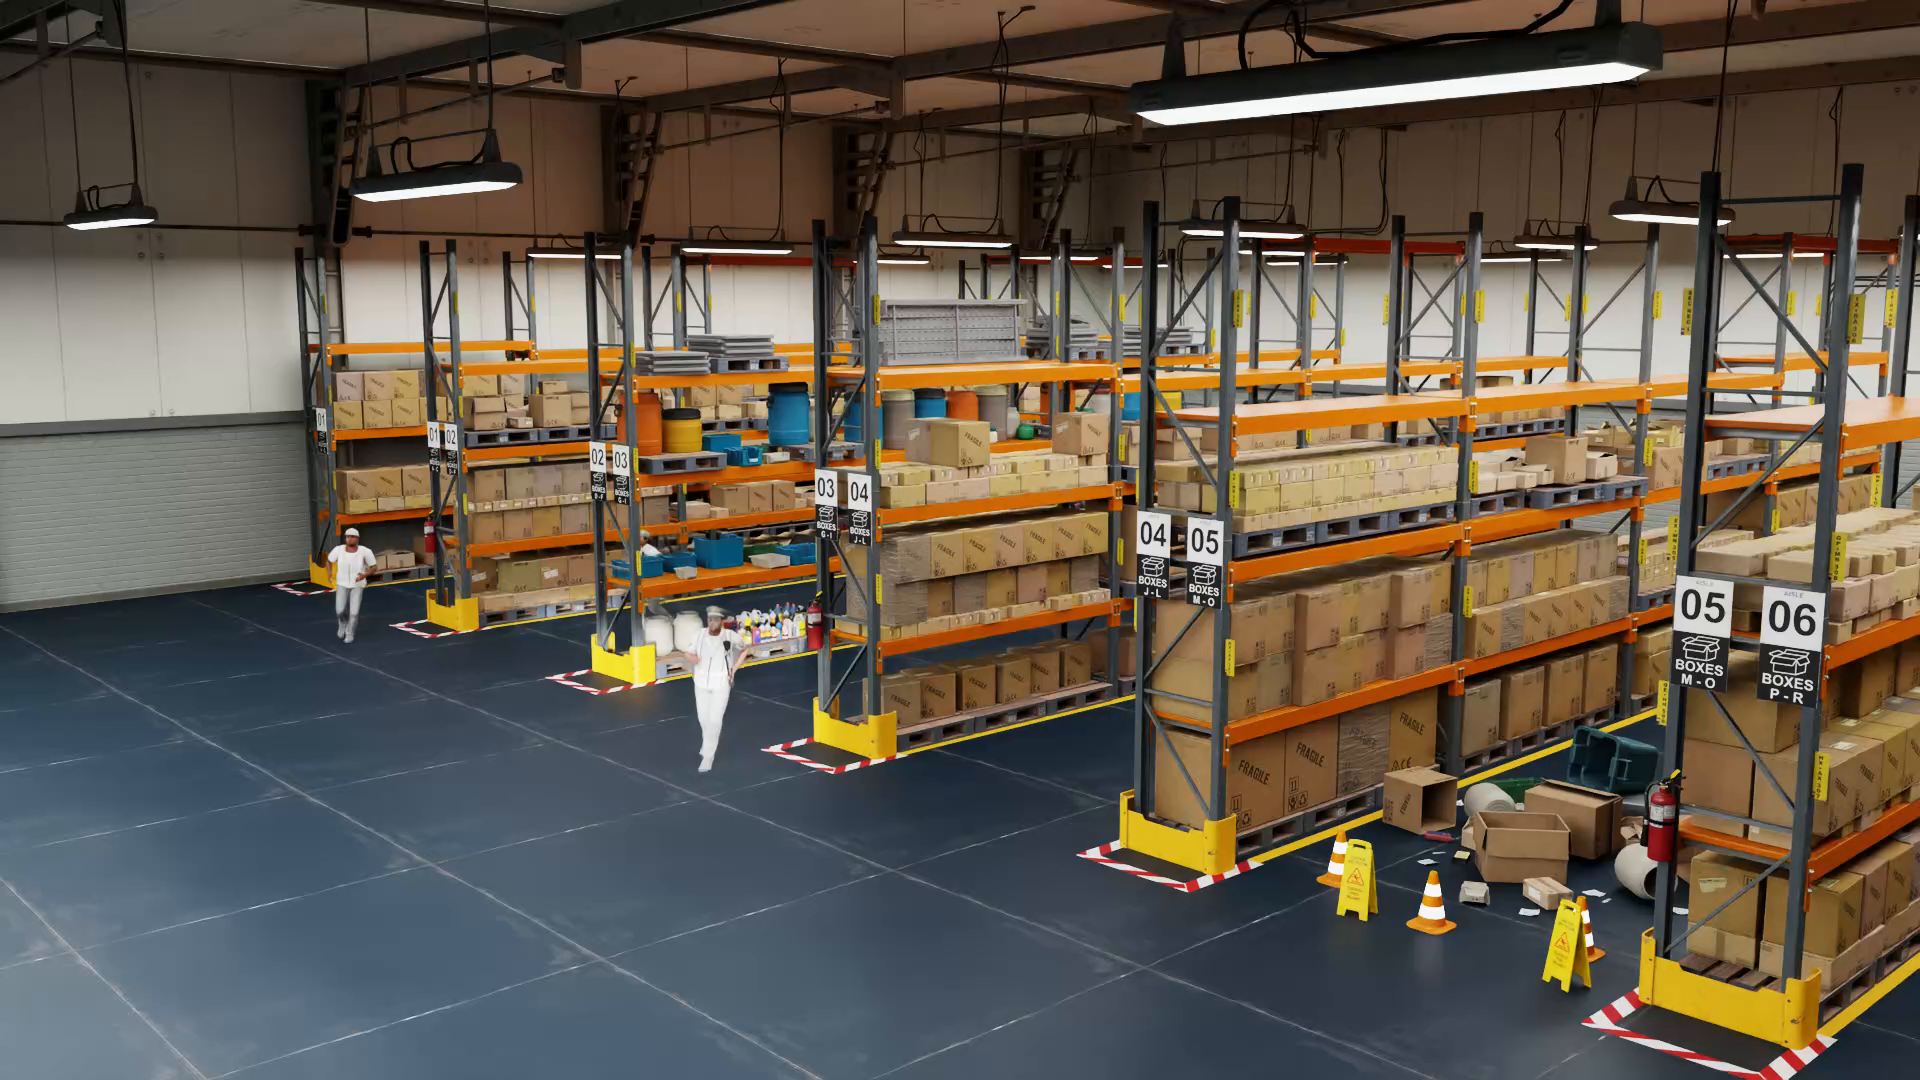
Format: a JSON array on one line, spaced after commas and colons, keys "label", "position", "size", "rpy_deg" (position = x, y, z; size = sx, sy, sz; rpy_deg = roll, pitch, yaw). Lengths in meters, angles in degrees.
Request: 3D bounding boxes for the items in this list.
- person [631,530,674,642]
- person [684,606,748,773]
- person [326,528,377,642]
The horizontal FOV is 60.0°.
[{"label": "person", "position": [-4.634, 0.696, 25.091], "size": [0.612, 1.736, 0.704], "rpy_deg": [8, 12, 43]}, {"label": "person", "position": [-2.708, 1.616, 18.401], "size": [0.663, 1.840, 0.812], "rpy_deg": [1, 8, 10]}, {"label": "person", "position": [-9.090, 0.678, 24.839], "size": [0.734, 1.718, 0.497], "rpy_deg": [-2, 9, -12]}]
